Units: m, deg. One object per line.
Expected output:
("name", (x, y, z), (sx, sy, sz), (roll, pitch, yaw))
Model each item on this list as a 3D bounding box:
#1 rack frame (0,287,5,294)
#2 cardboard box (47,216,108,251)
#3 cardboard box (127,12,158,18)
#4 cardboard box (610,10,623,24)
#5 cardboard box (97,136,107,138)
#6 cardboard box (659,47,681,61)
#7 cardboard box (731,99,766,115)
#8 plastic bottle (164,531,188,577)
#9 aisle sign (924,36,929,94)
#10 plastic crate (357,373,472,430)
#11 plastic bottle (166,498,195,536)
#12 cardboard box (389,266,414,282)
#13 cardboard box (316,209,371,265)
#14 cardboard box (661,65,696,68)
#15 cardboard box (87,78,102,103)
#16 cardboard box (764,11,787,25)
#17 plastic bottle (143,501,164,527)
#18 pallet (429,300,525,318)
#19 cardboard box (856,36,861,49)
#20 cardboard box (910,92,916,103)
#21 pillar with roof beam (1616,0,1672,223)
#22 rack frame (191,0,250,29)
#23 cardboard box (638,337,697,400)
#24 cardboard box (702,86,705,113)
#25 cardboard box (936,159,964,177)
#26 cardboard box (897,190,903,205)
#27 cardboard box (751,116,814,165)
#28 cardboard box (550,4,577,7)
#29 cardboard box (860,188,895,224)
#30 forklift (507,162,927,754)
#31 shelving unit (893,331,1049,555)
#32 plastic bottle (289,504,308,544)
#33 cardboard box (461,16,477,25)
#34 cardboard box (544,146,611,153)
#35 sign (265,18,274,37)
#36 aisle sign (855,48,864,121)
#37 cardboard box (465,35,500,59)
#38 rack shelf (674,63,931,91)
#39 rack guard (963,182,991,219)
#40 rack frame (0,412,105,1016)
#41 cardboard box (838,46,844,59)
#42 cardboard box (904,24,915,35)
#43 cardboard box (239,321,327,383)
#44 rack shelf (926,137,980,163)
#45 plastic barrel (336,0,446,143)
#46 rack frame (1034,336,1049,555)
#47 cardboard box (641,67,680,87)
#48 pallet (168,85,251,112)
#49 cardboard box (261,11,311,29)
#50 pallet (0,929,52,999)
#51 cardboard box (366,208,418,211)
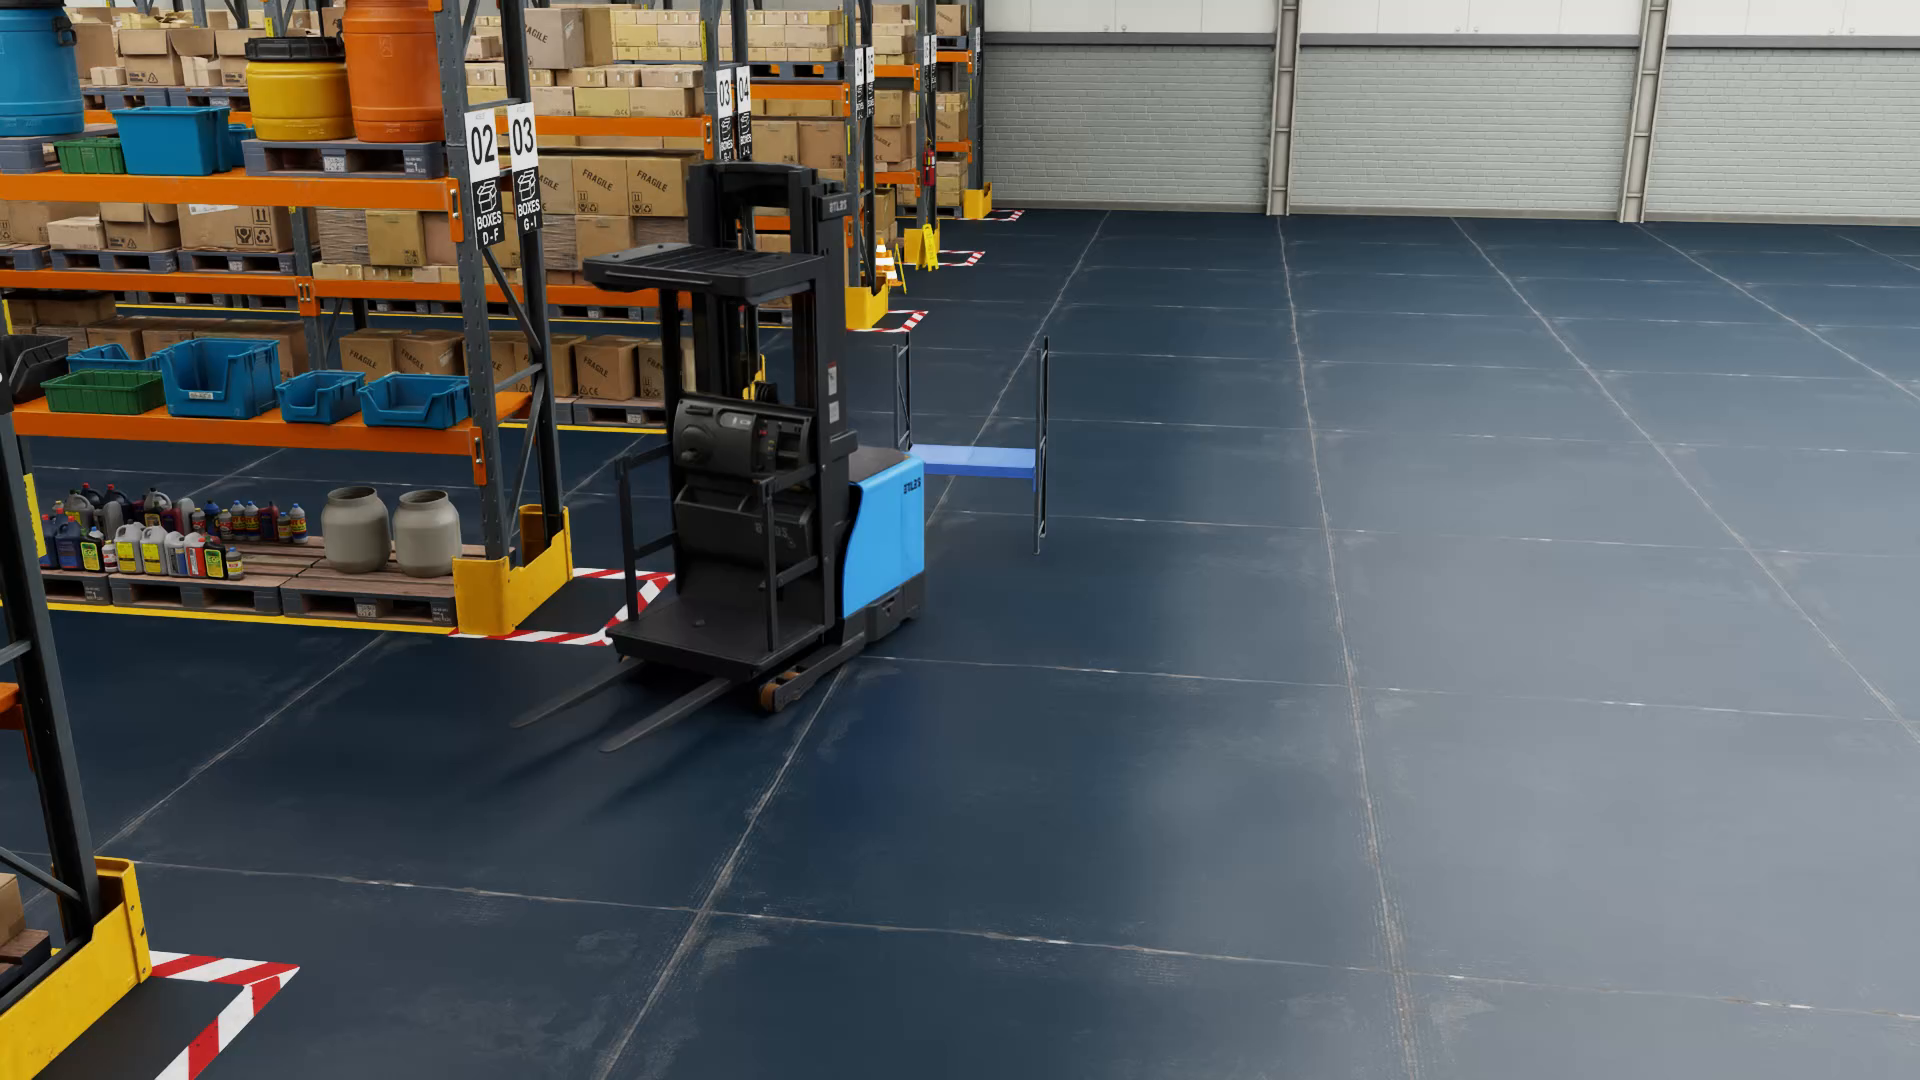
("rack frame", (-9.964, -2.969, 16.449), (0.127, 3.000, 1.000), (3, 19, 9))
("cardboard box", (-8.346, -2.941, 15.939), (0.500, 0.250, 0.500), (2, 19, 7))
("cardboard box", (-10.201, -6.484, 20.863), (0.258, 0.266, 0.396), (3, 19, 9))
("cardboard box", (-4.070, -6.082, 19.345), (0.250, 0.149, 0.380), (3, 19, 8))
("cardboard box", (-13.349, -6.290, 26.216), (0.500, 0.500, 0.500), (2, 19, 7))
("cardboard box", (-3.321, -5.665, 19.356), (0.250, 0.149, 0.380), (3, 19, 9))
("cardboard box", (-3.051, -6.379, 24.437), (0.500, 0.500, 0.700), (3, 19, 7))
("plastic bottle", (-5.115, 0.085, 10.921), (0.135, 0.276, 0.152), (2, 19, 7))
("aisle sign", (-0.478, -6.810, 23.831), (0.004, 0.787, 0.394), (3, 19, 9))
("plastic crate", (-3.393, -0.876, 10.427), (0.616, 0.251, 0.499), (3, 19, 9))
("plastic bottle", (-5.451, -0.155, 11.640), (0.135, 0.276, 0.152), (3, 19, 10))
("cardboard box", (-5.106, -2.513, 15.483), (0.250, 0.149, 0.380), (3, 19, 9))
("cardboard box", (-5.580, -2.914, 15.659), (0.500, 0.500, 0.875), (3, 19, 9))
("cardboard box", (-2.541, -4.236, 15.118), (0.250, 0.149, 0.380), (3, 19, 10))
("cardboard box", (-8.469, -4.326, 16.015), (0.500, 0.250, 0.500), (3, 19, 10))
("cardboard box", (-2.065, -5.980, 19.040), (0.250, 0.149, 0.380), (3, 19, 10))
("plastic bottle", (-5.601, -0.135, 11.567), (0.133, 0.283, 0.061), (3, 19, 9))
("pallet", (-5.902, -3.009, 20.964), (1.213, 0.211, 1.003), (3, 19, 9))
("cardboard box", (-1.536, -7.135, 23.939), (0.500, 0.250, 0.500), (3, 19, 8))
("cardboard box", (-0.842, -7.718, 28.992), (0.250, 0.149, 0.380), (3, 19, 9))
("pillar with roof beam", (10.911, -8.436, 23.334), (0.400, 9.000, 9.100), (3, 19, 9))
("rack frame", (-9.078, -7.363, 20.126), (0.127, 3.000, 1.000), (3, 19, 9))
("cardboard box", (-2.679, -1.617, 15.685), (0.500, 0.500, 0.500), (7, 20, 19))
("cardboard box", (-2.500, -4.023, 15.108), (0.500, 0.250, 0.500), (3, 19, 10))
("cardboard box", (-0.214, -6.521, 29.161), (0.500, 0.250, 0.500), (4, 19, 10))
("cardboard box", (-1.206, -6.102, 29.485), (0.500, 0.250, 0.500), (3, 19, 9))
("cardboard box", (-2.097, -4.728, 19.768), (0.550, 0.550, 0.875), (3, 19, 9))
("cardboard box", (-6.932, -9.233, 29.465), (0.500, 0.500, 0.500), (3, 19, 9))
("cardboard box", (-1.270, -5.050, 25.159), (0.500, 0.500, 0.500), (2, 19, 7))
("forklift", (-1.358, -0.578, 9.411), (1.130, 2.935, 3.031), (10, 21, 27))
("shelving unit", (0.084, -0.707, 12.052), (1.048, 1.500, 0.538), (3, 19, 9))
("plastic bottle", (-4.592, -0.118, 11.536), (0.097, 0.271, 0.097), (0, 18, 0))
("cardboard box", (-8.753, -9.305, 29.797), (0.250, 0.149, 0.380), (3, 19, 8))
("cardboard box", (-3.552, -3.394, 15.518), (0.500, 0.500, 0.500), (3, 19, 9))
("sign", (-6.099, -4.448, 14.707), (0.005, 0.325, 0.100), (3, 19, 9))
("aisle sign", (-1.157, -5.250, 19.171), (0.004, 0.787, 0.394), (3, 19, 9))
("cardboard box", (-5.851, -5.900, 19.898), (0.500, 0.250, 0.500), (3, 19, 9))
("rack shelf", (-2.468, -6.853, 24.464), (4.000, 0.370, 1.077), (3, 19, 9))
("rack guard", (0.314, -6.040, 29.566), (0.348, 0.500, 1.175), (3, 19, 9))
("rack frame", (-3.640, 0.537, 5.971), (0.127, 3.000, 1.000), (3, 19, 9))
("cardboard box", (-1.467, -5.783, 19.708), (0.250, 0.149, 0.380), (3, 19, 9))
("cardboard box", (-0.812, -7.434, 24.206), (0.250, 0.149, 0.380), (3, 19, 8))
("cardboard box", (-6.618, -1.828, 16.287), (0.500, 0.500, 0.700), (1, 19, 4))
("rack shelf", (-1.685, -6.986, 29.588), (4.000, 0.370, 1.077), (3, 19, 9))
("plastic barrel", (-3.351, -2.825, 9.952), (0.708, 0.830, 0.600), (3, 19, 9))
("rack frame", (0.586, -0.681, 11.976), (0.032, 1.500, 0.500), (3, 19, 9))
("cardboard box", (-2.628, -4.073, 14.629), (0.250, 0.149, 0.380), (2, 19, 7))
("pallet", (-6.607, -4.165, 15.594), (1.003, 0.211, 1.213), (3, 19, 9))
("cardboard box", (-10.178, -7.741, 25.163), (0.500, 0.500, 0.500), (3, 19, 9))
("pallet", (-4.402, 1.834, 6.489), (1.213, 0.211, 1.003), (3, 19, 9))
("cardboard box", (-5.117, -3.303, 15.246), (0.500, 0.500, 0.500), (3, 19, 9))
